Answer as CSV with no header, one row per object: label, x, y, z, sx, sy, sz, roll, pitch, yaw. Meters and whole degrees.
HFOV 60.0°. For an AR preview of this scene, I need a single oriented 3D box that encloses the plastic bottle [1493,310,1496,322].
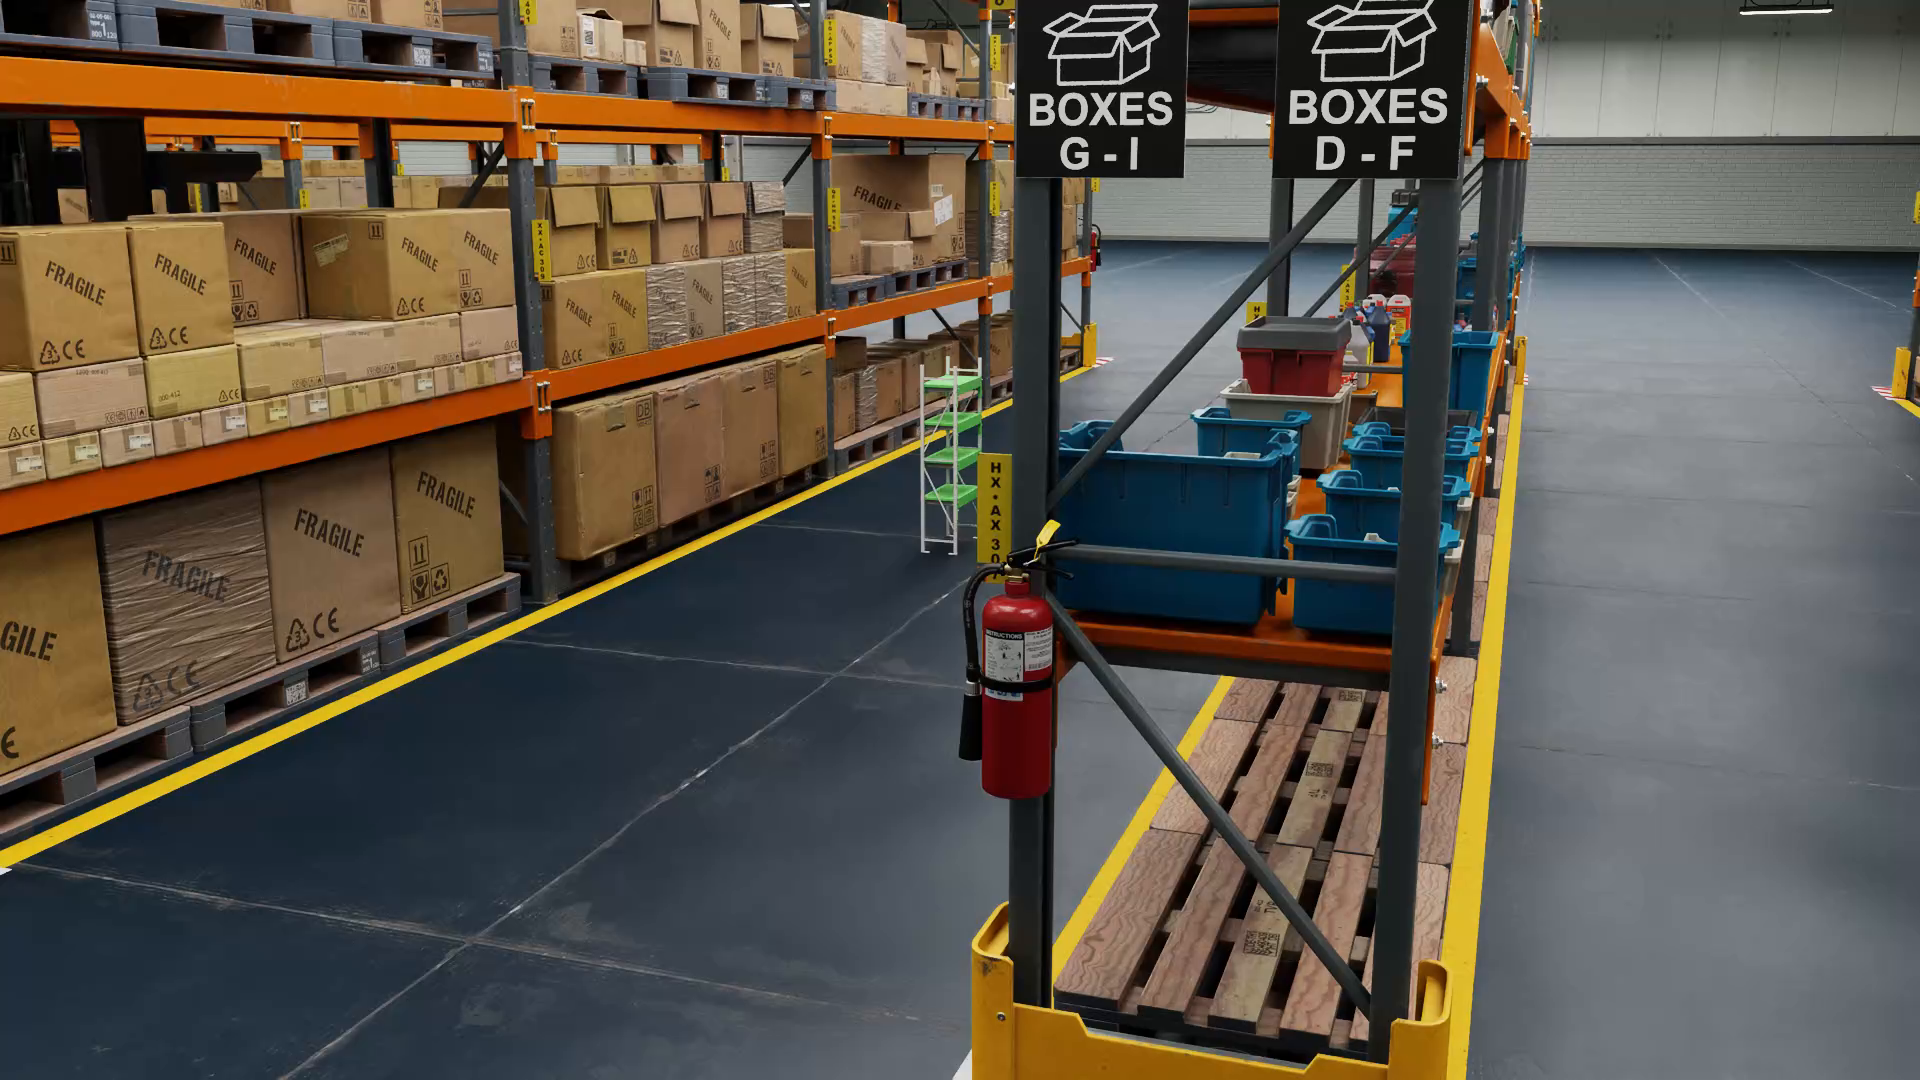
plastic bottle,3.286,-1.329,10.360,0.097,0.271,0.097,0,13,0

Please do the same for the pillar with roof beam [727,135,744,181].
pillar with roof beam,-2.207,-12.318,44.734,9.100,9.000,0.548,4,14,18

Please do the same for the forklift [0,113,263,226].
forklift,-4.945,-1.327,10.216,1.130,2.935,3.031,4,14,18

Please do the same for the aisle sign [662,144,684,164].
aisle sign,-3.815,-5.344,21.818,0.394,0.787,0.004,4,14,18

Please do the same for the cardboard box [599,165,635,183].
cardboard box,-4.323,-4.100,19.449,0.875,0.550,0.550,4,14,18

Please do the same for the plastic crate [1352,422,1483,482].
plastic crate,1.531,-0.252,5.594,0.416,0.233,0.300,4,14,18

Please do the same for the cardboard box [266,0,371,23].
cardboard box,-3.150,-2.618,7.581,0.700,0.500,0.500,5,14,21

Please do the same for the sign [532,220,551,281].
sign,-2.250,-1.556,8.941,0.100,0.325,0.005,4,14,18

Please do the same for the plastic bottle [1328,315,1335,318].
plastic bottle,1.958,-1.010,8.784,0.144,0.351,0.185,4,14,18

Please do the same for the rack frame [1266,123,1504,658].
rack frame,1.911,-0.778,7.657,1.000,3.000,0.127,4,14,18

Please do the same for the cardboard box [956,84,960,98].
cardboard box,-0.183,-4.542,16.847,0.380,0.149,0.250,5,14,19

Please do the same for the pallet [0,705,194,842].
pallet,-3.885,0.893,6.602,1.003,0.211,1.213,4,14,18

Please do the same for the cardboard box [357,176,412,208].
cardboard box,-5.661,-3.200,15.797,0.700,0.500,0.500,4,13,18

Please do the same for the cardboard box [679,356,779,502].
cardboard box,-2.020,-0.815,11.649,1.225,0.875,0.875,4,14,19

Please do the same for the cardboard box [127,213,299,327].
cardboard box,-3.503,-1.277,7.825,0.500,0.500,0.500,4,13,17

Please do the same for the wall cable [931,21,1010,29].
wall cable,0.425,-15.170,52.857,3.097,2.526,0.112,4,14,18

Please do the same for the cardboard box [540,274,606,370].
cardboard box,-2.390,-1.263,9.554,0.500,0.500,0.500,4,14,19

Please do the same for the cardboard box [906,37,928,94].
cardboard box,-0.737,-4.247,14.935,0.797,0.503,0.637,5,14,21

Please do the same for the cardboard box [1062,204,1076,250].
cardboard box,0.855,-3.628,19.247,0.875,0.500,0.500,4,14,18

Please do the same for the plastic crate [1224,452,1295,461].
plastic crate,0.962,-0.206,5.605,0.298,0.136,0.250,4,14,18

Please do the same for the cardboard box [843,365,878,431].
cardboard box,-1.116,-1.233,14.279,0.700,0.500,0.500,3,13,14

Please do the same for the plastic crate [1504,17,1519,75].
plastic crate,2.060,-2.026,6.861,0.450,0.188,0.662,4,14,18

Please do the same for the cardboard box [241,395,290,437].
cardboard box,-3.146,-0.545,7.200,0.380,0.149,0.250,4,13,17

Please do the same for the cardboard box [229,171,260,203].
cardboard box,-9.031,-4.397,20.372,0.700,0.500,0.500,4,14,19

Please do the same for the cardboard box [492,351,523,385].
cardboard box,-2.564,-0.925,8.863,0.380,0.149,0.250,4,14,19

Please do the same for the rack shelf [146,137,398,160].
rack shelf,-8.917,-5.066,21.317,1.077,0.370,4.000,4,14,18

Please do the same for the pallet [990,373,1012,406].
pallet,-0.003,-1.604,17.540,1.003,0.211,1.213,4,14,18

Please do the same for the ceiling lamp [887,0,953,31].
ceiling lamp,-1.096,-15.581,45.914,2.000,3.185,0.800,4,14,18

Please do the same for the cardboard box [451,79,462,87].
cardboard box,-5.207,-4.485,16.189,0.500,0.311,0.500,4,13,16

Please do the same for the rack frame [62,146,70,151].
rack frame,-12.968,-4.732,24.978,1.000,3.000,0.127,4,14,18

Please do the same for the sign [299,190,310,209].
sign,-5.625,-2.844,14.285,0.100,0.325,0.005,4,14,18

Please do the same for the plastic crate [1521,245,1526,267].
plastic crate,5.915,-3.105,18.187,0.499,0.251,0.616,4,14,18

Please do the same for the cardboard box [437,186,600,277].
cardboard box,-2.577,-1.808,9.688,0.797,0.503,0.637,4,13,17

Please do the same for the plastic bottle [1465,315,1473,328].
plastic bottle,2.914,-1.142,9.363,0.144,0.351,0.185,4,14,18

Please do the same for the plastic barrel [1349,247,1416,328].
plastic barrel,3.068,-1.806,11.855,0.600,0.536,0.708,4,14,18

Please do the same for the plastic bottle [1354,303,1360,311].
plastic bottle,2.448,-1.325,10.314,0.061,0.283,0.133,4,14,18

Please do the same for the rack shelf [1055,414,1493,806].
rack shelf,1.264,-0.006,5.892,1.077,0.370,4.000,4,14,18

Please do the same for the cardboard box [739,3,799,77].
cardboard box,-1.611,-3.561,11.932,0.797,0.503,0.637,5,14,22

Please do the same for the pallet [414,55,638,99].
pallet,-2.526,-2.701,9.768,0.805,0.209,1.217,4,13,16

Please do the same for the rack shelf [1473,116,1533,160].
rack shelf,5.146,-3.995,16.628,1.077,0.370,4.000,4,14,18

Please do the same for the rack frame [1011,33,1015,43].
rack frame,1.107,-6.586,19.622,1.000,3.000,0.127,4,14,18

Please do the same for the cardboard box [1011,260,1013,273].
cardboard box,0.387,-2.880,17.430,0.380,0.149,0.250,4,14,18

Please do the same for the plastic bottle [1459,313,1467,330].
plastic bottle,2.912,-1.179,9.673,0.061,0.283,0.133,4,14,18

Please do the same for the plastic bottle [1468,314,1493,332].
plastic bottle,3.017,-1.209,9.657,0.144,0.351,0.185,4,14,18

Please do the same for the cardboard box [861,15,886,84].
cardboard box,-0.919,-3.919,13.328,0.500,0.500,0.500,4,14,19

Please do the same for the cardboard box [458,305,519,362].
cardboard box,-2.670,-1.095,8.713,0.500,0.250,0.500,4,13,17

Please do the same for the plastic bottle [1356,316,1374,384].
plastic bottle,2.095,-1.000,8.739,0.144,0.351,0.185,4,14,18

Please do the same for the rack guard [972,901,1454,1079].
rack guard,0.621,1.289,4.219,1.175,0.500,0.348,4,14,18

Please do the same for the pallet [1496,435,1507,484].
pallet,3.889,-0.677,13.481,1.003,0.211,1.213,4,14,18

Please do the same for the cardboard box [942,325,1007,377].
cardboard box,0.158,-2.008,17.718,0.500,0.500,0.500,10,16,36

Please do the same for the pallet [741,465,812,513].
pallet,-1.808,-0.457,12.516,1.003,0.211,1.213,4,14,18

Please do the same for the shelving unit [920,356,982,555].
shelving unit,-0.054,-0.550,10.702,0.258,1.200,0.503,4,14,18

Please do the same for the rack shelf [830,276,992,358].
rack shelf,-0.834,-2.047,14.834,1.077,0.370,4.000,4,14,18

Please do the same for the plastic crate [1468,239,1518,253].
plastic crate,4.632,-2.370,14.487,0.402,0.464,0.583,4,14,18
